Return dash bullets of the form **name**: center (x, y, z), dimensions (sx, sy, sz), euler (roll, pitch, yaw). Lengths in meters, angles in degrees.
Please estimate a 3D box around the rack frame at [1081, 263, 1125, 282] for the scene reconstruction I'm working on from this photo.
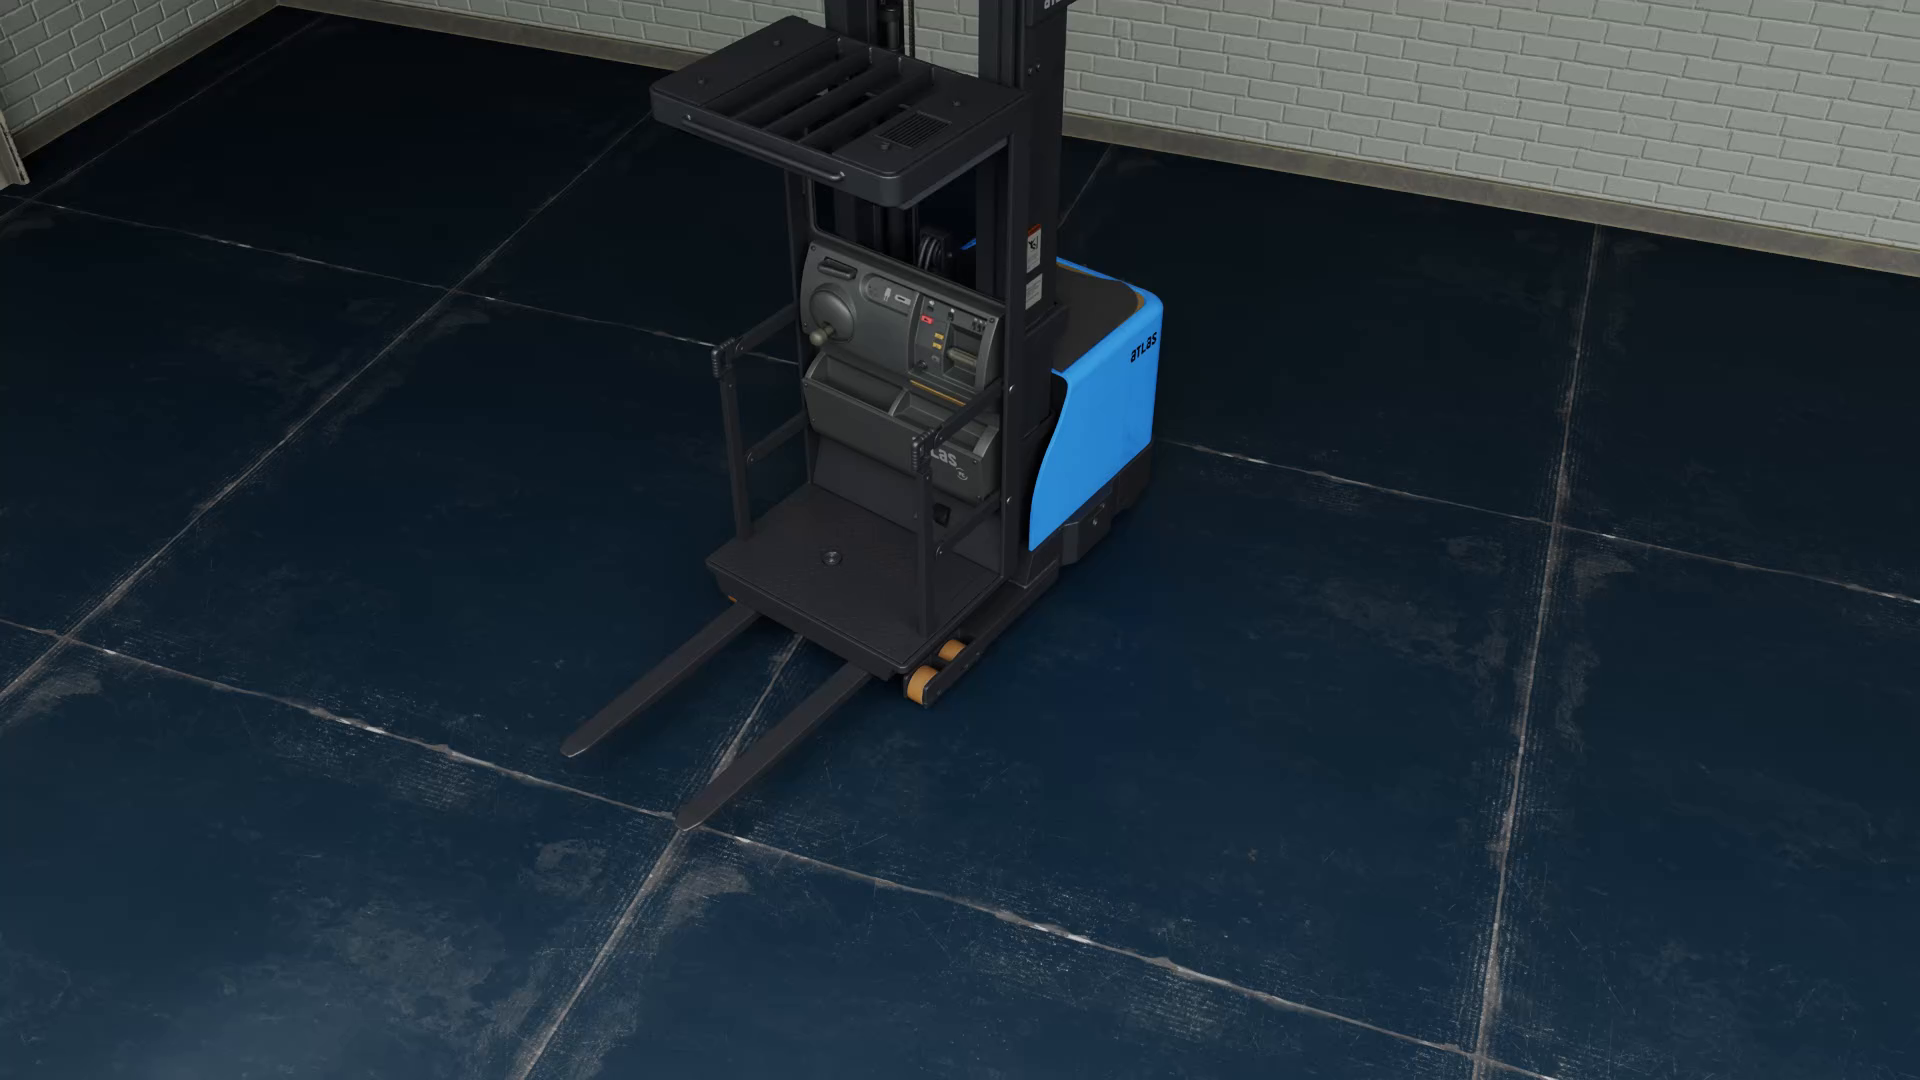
- **rack frame**: center (0.670, -0.916, 8.084), dimensions (0.240, 0.900, 0.006), euler (26, 47, 27)

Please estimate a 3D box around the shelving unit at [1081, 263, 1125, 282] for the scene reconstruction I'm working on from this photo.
- **shelving unit**: center (0.609, -0.863, 8.022), dimensions (0.258, 0.900, 0.210), euler (26, 47, 27)

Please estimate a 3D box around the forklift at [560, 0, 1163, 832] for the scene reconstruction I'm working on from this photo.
- **forklift**: center (-0.372, -0.791, 6.373), dimensions (1.130, 2.935, 3.031), euler (26, 47, 27)

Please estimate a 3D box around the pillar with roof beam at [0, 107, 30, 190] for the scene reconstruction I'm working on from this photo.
- **pillar with roof beam**: center (-1.928, -4.608, 6.171), dimensions (9.100, 9.000, 0.400), euler (13, 42, 15)
